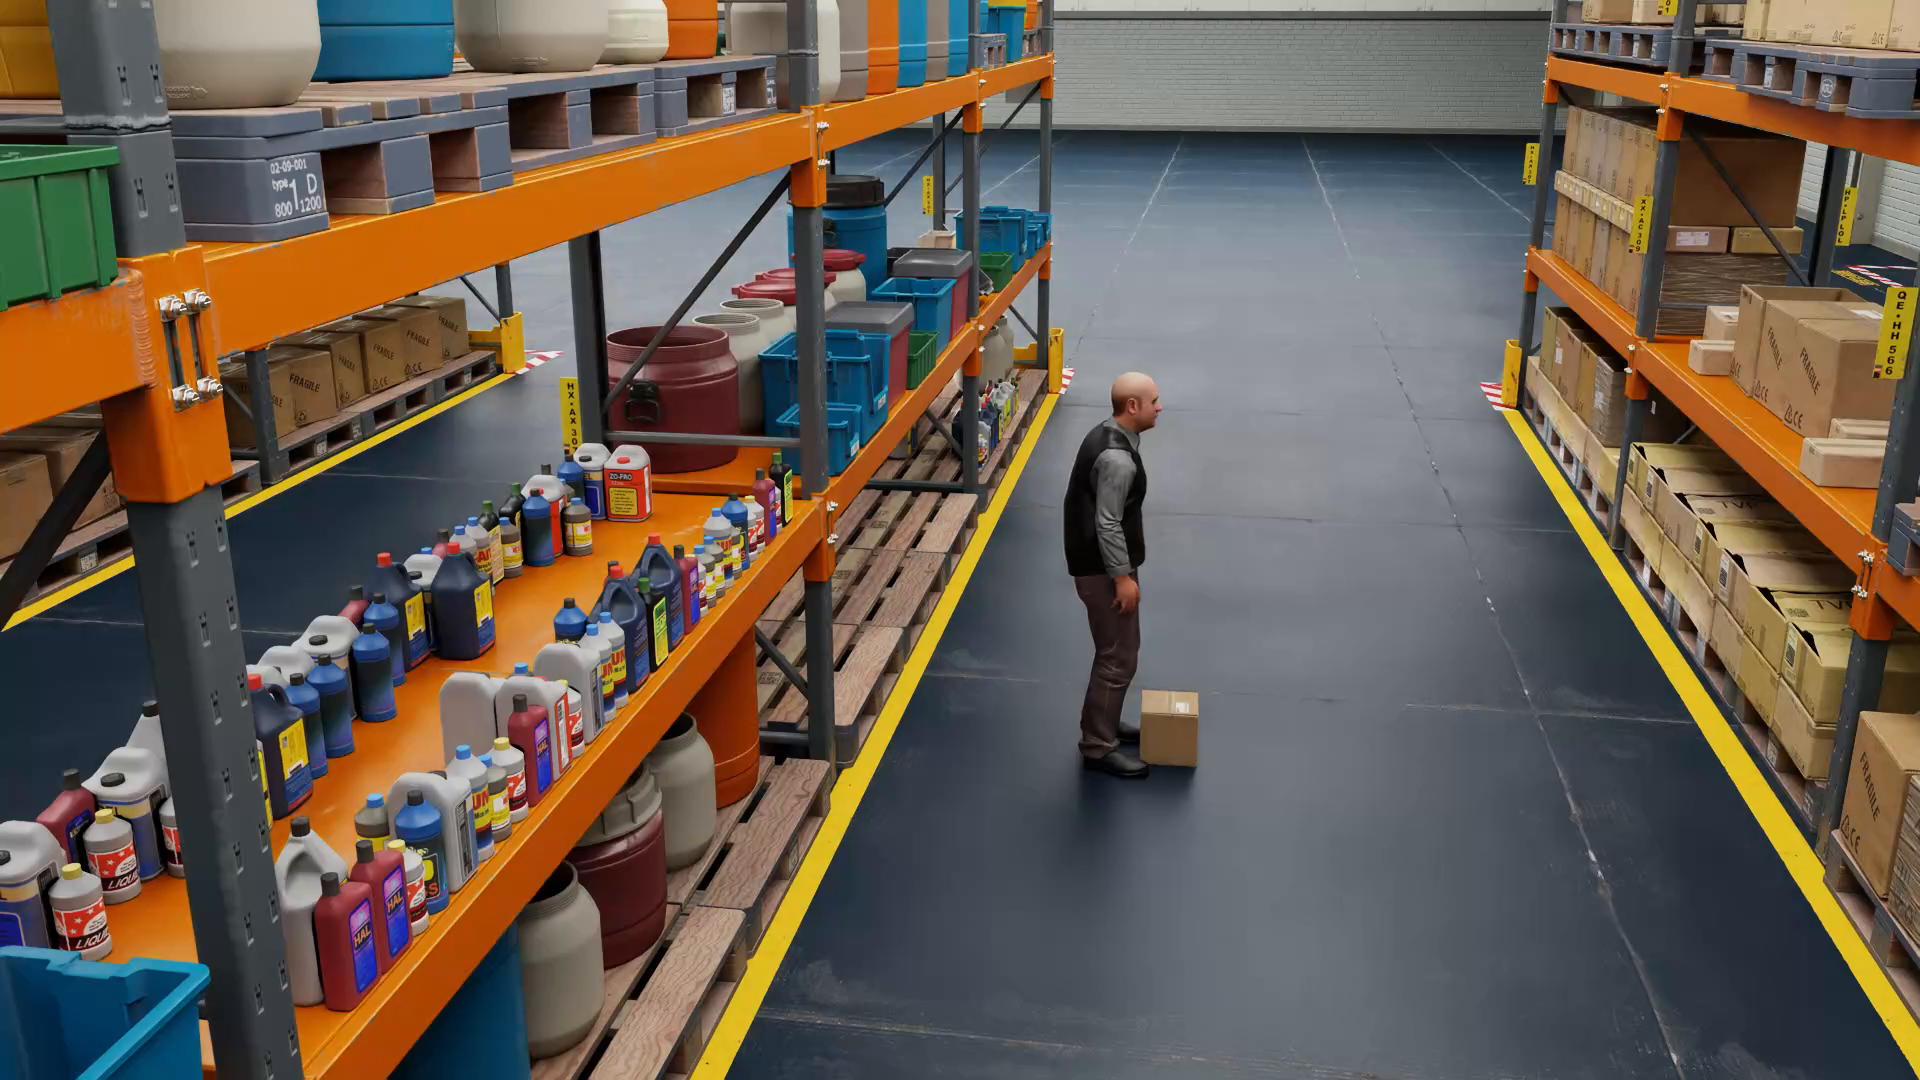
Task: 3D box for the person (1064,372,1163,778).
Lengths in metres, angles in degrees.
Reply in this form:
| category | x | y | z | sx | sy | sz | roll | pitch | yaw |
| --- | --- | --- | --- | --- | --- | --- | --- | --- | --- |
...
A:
| category | x | y | z | sx | sy | sz | roll | pitch | yaw |
| --- | --- | --- | --- | --- | --- | --- | --- | --- | --- |
| person | 0.651 | 0.122 | 7.209 | 0.411 | 1.722 | 0.593 | 2 | 18 | 6 |
